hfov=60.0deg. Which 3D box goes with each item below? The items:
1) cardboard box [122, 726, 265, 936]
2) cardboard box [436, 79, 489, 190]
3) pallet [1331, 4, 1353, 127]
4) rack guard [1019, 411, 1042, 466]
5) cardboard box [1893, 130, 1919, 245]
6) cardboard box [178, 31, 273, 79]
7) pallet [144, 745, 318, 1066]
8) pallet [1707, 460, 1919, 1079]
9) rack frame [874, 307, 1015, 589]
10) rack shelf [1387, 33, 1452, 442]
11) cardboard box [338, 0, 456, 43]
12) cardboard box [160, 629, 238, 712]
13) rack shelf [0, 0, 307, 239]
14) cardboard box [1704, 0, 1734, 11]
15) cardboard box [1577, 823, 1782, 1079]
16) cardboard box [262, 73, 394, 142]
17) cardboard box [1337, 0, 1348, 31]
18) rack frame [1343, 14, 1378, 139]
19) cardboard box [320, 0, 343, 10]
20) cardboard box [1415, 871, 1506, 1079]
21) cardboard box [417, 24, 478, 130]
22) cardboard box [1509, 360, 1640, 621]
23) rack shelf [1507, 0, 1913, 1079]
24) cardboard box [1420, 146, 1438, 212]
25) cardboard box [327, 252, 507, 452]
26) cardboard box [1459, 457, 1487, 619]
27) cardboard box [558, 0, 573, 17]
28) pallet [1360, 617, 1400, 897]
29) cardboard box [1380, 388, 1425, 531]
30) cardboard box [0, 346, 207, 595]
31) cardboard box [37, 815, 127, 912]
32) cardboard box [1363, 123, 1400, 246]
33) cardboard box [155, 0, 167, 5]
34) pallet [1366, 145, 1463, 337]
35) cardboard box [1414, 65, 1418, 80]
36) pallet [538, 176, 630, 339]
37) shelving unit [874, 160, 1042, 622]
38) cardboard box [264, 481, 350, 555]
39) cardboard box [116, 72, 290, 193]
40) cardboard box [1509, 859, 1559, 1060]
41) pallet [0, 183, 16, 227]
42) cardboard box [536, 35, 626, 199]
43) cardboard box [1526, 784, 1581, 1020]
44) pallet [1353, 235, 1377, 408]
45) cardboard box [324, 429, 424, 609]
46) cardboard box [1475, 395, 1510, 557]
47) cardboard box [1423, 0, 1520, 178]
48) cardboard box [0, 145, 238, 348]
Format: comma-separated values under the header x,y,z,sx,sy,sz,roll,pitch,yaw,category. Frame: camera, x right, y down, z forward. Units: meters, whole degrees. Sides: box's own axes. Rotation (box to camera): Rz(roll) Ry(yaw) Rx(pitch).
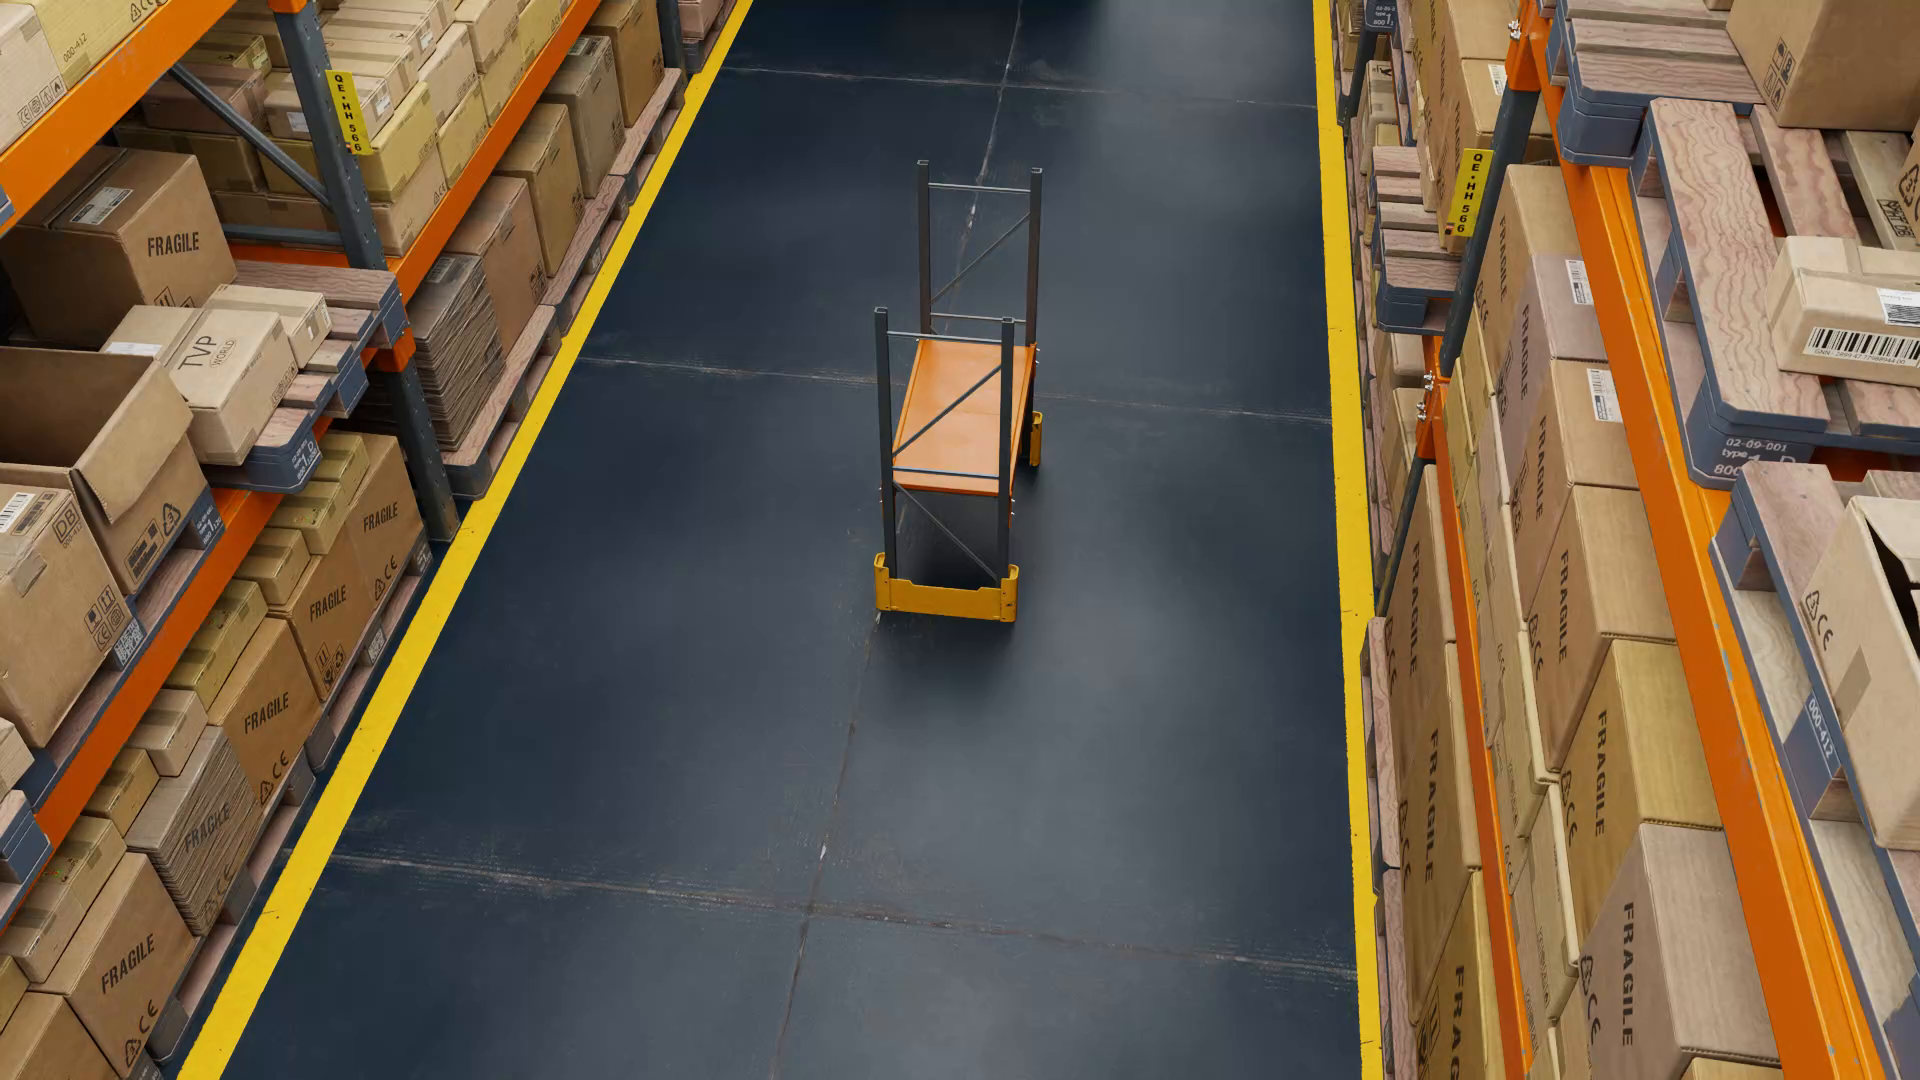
x,y,z,sx,sy,sz,roll,pitch,yaw,category
-2.735,0.957,5.570,0.500,0.500,0.500,4,44,4,cardboard box
-2.326,-1.726,7.001,0.500,0.250,0.500,4,44,5,cardboard box
2.804,-2.884,10.142,1.003,0.211,1.213,5,44,6,pallet
0.076,-0.482,7.577,0.587,0.250,0.087,5,44,6,rack guard
2.276,-0.760,3.311,0.500,0.500,0.500,6,44,6,cardboard box
-2.932,-1.859,6.487,0.380,0.149,0.250,6,44,7,cardboard box
-2.999,1.189,5.841,1.003,0.211,1.213,5,44,6,pallet
1.765,0.367,2.638,0.805,0.209,1.217,4,44,4,pallet
-0.056,-0.256,6.430,0.500,1.500,0.032,5,44,6,rack frame
2.486,-1.812,7.505,1.077,0.370,4.000,5,44,6,rack shelf
-2.300,-2.159,6.804,0.380,0.149,0.250,6,44,6,cardboard box
-2.709,0.431,5.654,0.380,0.149,0.250,5,44,5,cardboard box
-2.963,-0.623,4.068,1.077,0.370,4.000,5,44,6,rack shelf
2.322,-1.718,4.321,0.797,0.503,0.637,3,44,3,cardboard box
1.564,0.936,3.279,0.500,0.500,0.500,6,44,6,cardboard box
-2.365,-1.621,6.235,0.380,0.149,0.250,6,44,7,cardboard box
2.623,-3.381,10.333,0.500,0.250,0.500,4,44,4,cardboard box
2.751,-3.436,8.697,1.000,3.000,0.127,5,44,6,rack frame
-2.763,-2.374,7.031,0.380,0.149,0.250,5,44,5,cardboard box
1.807,1.589,4.630,0.875,0.875,0.875,6,44,7,cardboard box
-2.330,-1.907,6.828,0.500,0.250,0.500,7,44,7,cardboard box
1.775,-0.105,4.379,0.500,0.500,0.500,6,44,7,cardboard box
1.958,-0.175,3.594,1.077,0.370,4.000,5,44,6,rack shelf
1.985,-1.381,6.404,0.380,0.149,0.250,5,44,5,cardboard box
-2.603,-0.872,7.411,0.875,0.625,0.625,7,44,7,cardboard box
1.857,0.007,5.170,0.500,0.250,0.500,4,44,4,cardboard box
-2.134,-2.784,8.118,0.500,0.250,0.500,5,44,6,cardboard box
2.043,0.833,6.216,1.003,0.211,1.213,5,44,6,pallet
2.307,-0.292,6.983,0.950,0.372,0.625,3,43,3,cardboard box
-2.731,-0.219,4.919,0.797,0.503,0.637,4,44,5,cardboard box
-2.806,0.972,5.083,0.380,0.149,0.250,7,44,7,cardboard box
2.592,-1.786,8.560,0.950,0.372,0.625,8,44,8,cardboard box
-2.526,-1.821,4.919,0.500,0.250,0.500,4,44,4,cardboard box
2.211,-1.135,6.407,1.213,0.211,1.003,5,44,6,pallet
2.158,-2.079,7.141,0.380,0.149,0.250,4,44,4,cardboard box
-2.387,-1.532,8.715,1.003,0.211,1.213,5,44,6,pallet
0.010,-0.597,6.789,0.587,1.500,1.083,5,44,6,shelving unit
-2.518,-0.090,6.204,0.380,0.149,0.250,3,44,3,cardboard box
-2.915,-1.617,6.521,0.500,0.250,0.500,6,44,6,cardboard box
1.657,1.053,4.065,0.500,0.250,0.500,4,44,4,cardboard box
-2.938,-0.598,3.655,1.213,0.211,1.003,5,44,6,pallet
-2.338,-2.290,8.908,0.875,0.625,0.625,5,44,5,cardboard box
1.632,0.872,3.893,0.500,0.250,0.500,6,44,7,cardboard box
2.490,-1.059,8.215,1.003,0.211,1.213,5,44,6,pallet
-2.542,-0.095,6.682,0.500,0.500,0.500,6,44,7,cardboard box
1.841,-0.162,4.985,0.500,0.250,0.500,6,44,7,cardboard box
2.064,-1.695,6.264,0.500,0.500,0.500,5,44,5,cardboard box
-2.922,-1.011,5.757,0.500,0.500,0.500,7,44,7,cardboard box
